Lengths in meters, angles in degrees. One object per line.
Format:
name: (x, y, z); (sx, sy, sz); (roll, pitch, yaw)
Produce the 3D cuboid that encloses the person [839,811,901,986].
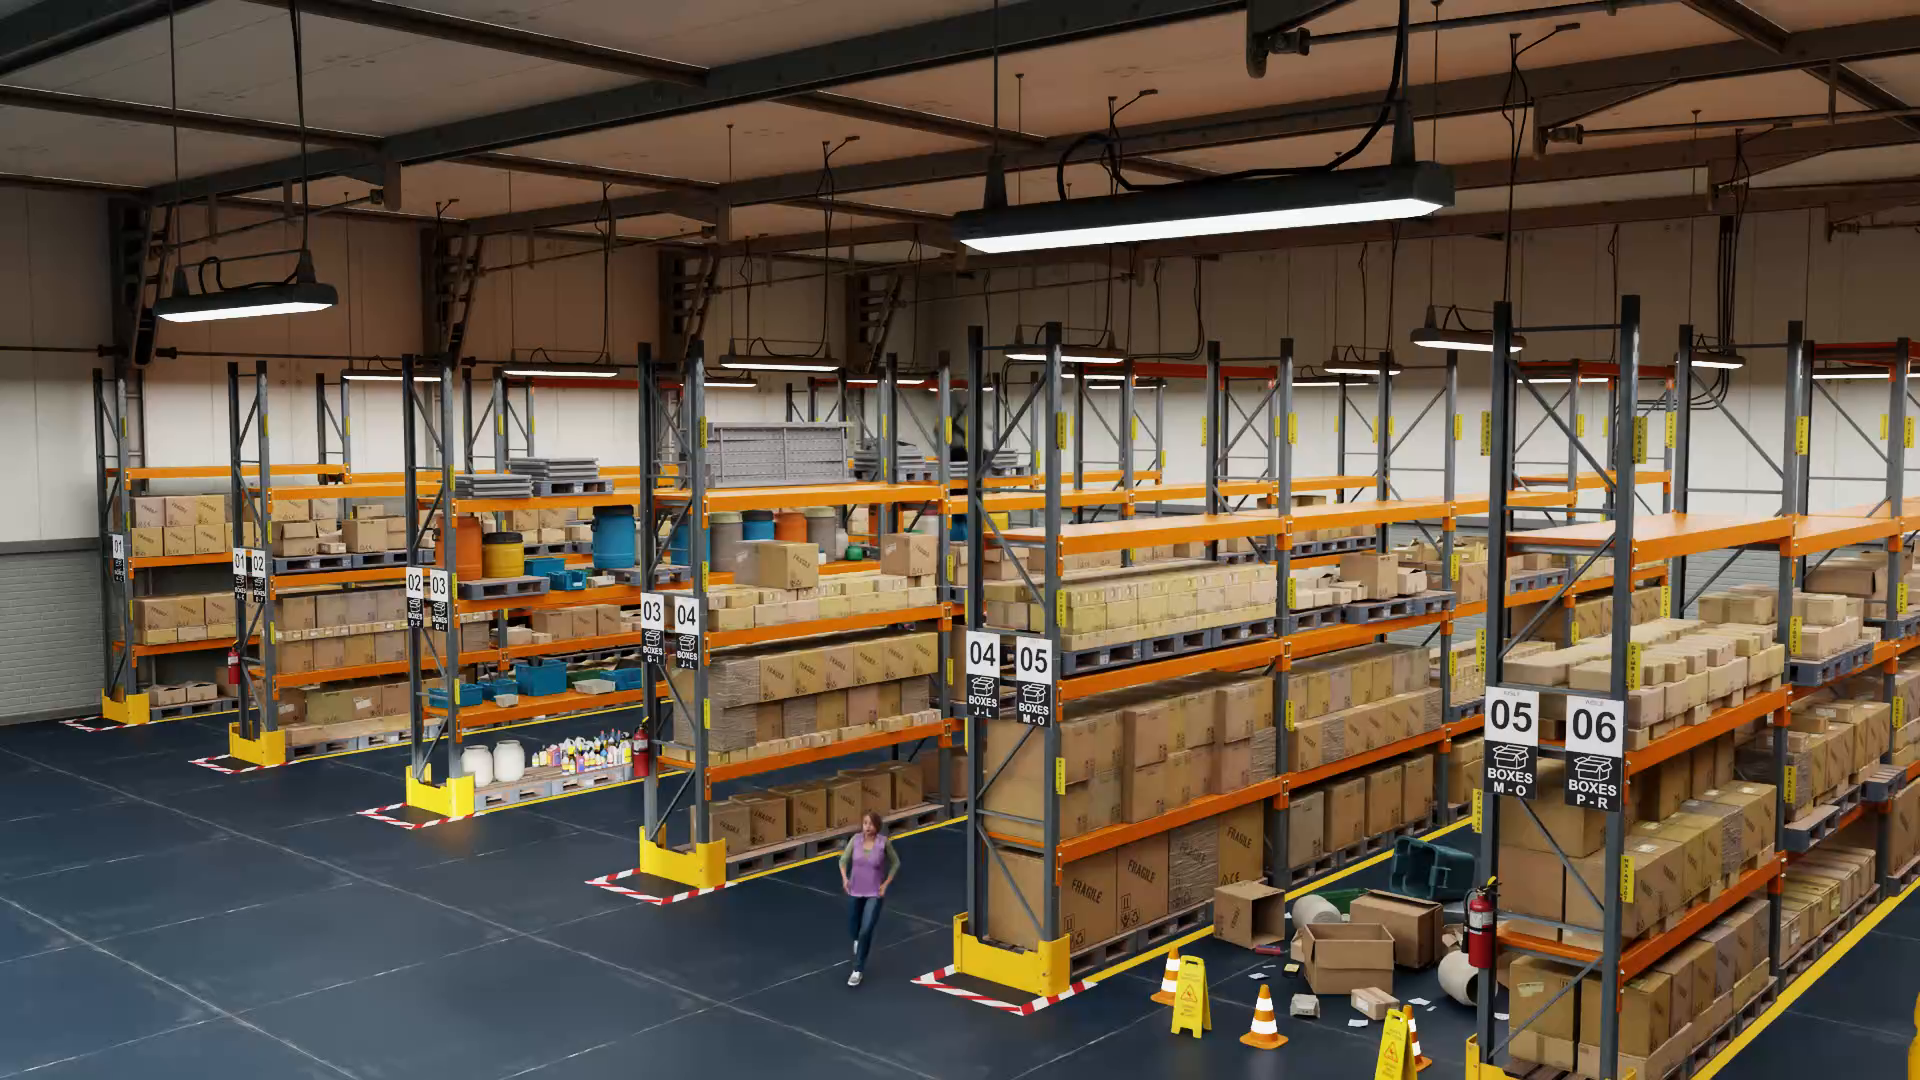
person: (-0.838, 3.262, 15.369); (0.569, 1.566, 0.678); (1, 4, 9)
